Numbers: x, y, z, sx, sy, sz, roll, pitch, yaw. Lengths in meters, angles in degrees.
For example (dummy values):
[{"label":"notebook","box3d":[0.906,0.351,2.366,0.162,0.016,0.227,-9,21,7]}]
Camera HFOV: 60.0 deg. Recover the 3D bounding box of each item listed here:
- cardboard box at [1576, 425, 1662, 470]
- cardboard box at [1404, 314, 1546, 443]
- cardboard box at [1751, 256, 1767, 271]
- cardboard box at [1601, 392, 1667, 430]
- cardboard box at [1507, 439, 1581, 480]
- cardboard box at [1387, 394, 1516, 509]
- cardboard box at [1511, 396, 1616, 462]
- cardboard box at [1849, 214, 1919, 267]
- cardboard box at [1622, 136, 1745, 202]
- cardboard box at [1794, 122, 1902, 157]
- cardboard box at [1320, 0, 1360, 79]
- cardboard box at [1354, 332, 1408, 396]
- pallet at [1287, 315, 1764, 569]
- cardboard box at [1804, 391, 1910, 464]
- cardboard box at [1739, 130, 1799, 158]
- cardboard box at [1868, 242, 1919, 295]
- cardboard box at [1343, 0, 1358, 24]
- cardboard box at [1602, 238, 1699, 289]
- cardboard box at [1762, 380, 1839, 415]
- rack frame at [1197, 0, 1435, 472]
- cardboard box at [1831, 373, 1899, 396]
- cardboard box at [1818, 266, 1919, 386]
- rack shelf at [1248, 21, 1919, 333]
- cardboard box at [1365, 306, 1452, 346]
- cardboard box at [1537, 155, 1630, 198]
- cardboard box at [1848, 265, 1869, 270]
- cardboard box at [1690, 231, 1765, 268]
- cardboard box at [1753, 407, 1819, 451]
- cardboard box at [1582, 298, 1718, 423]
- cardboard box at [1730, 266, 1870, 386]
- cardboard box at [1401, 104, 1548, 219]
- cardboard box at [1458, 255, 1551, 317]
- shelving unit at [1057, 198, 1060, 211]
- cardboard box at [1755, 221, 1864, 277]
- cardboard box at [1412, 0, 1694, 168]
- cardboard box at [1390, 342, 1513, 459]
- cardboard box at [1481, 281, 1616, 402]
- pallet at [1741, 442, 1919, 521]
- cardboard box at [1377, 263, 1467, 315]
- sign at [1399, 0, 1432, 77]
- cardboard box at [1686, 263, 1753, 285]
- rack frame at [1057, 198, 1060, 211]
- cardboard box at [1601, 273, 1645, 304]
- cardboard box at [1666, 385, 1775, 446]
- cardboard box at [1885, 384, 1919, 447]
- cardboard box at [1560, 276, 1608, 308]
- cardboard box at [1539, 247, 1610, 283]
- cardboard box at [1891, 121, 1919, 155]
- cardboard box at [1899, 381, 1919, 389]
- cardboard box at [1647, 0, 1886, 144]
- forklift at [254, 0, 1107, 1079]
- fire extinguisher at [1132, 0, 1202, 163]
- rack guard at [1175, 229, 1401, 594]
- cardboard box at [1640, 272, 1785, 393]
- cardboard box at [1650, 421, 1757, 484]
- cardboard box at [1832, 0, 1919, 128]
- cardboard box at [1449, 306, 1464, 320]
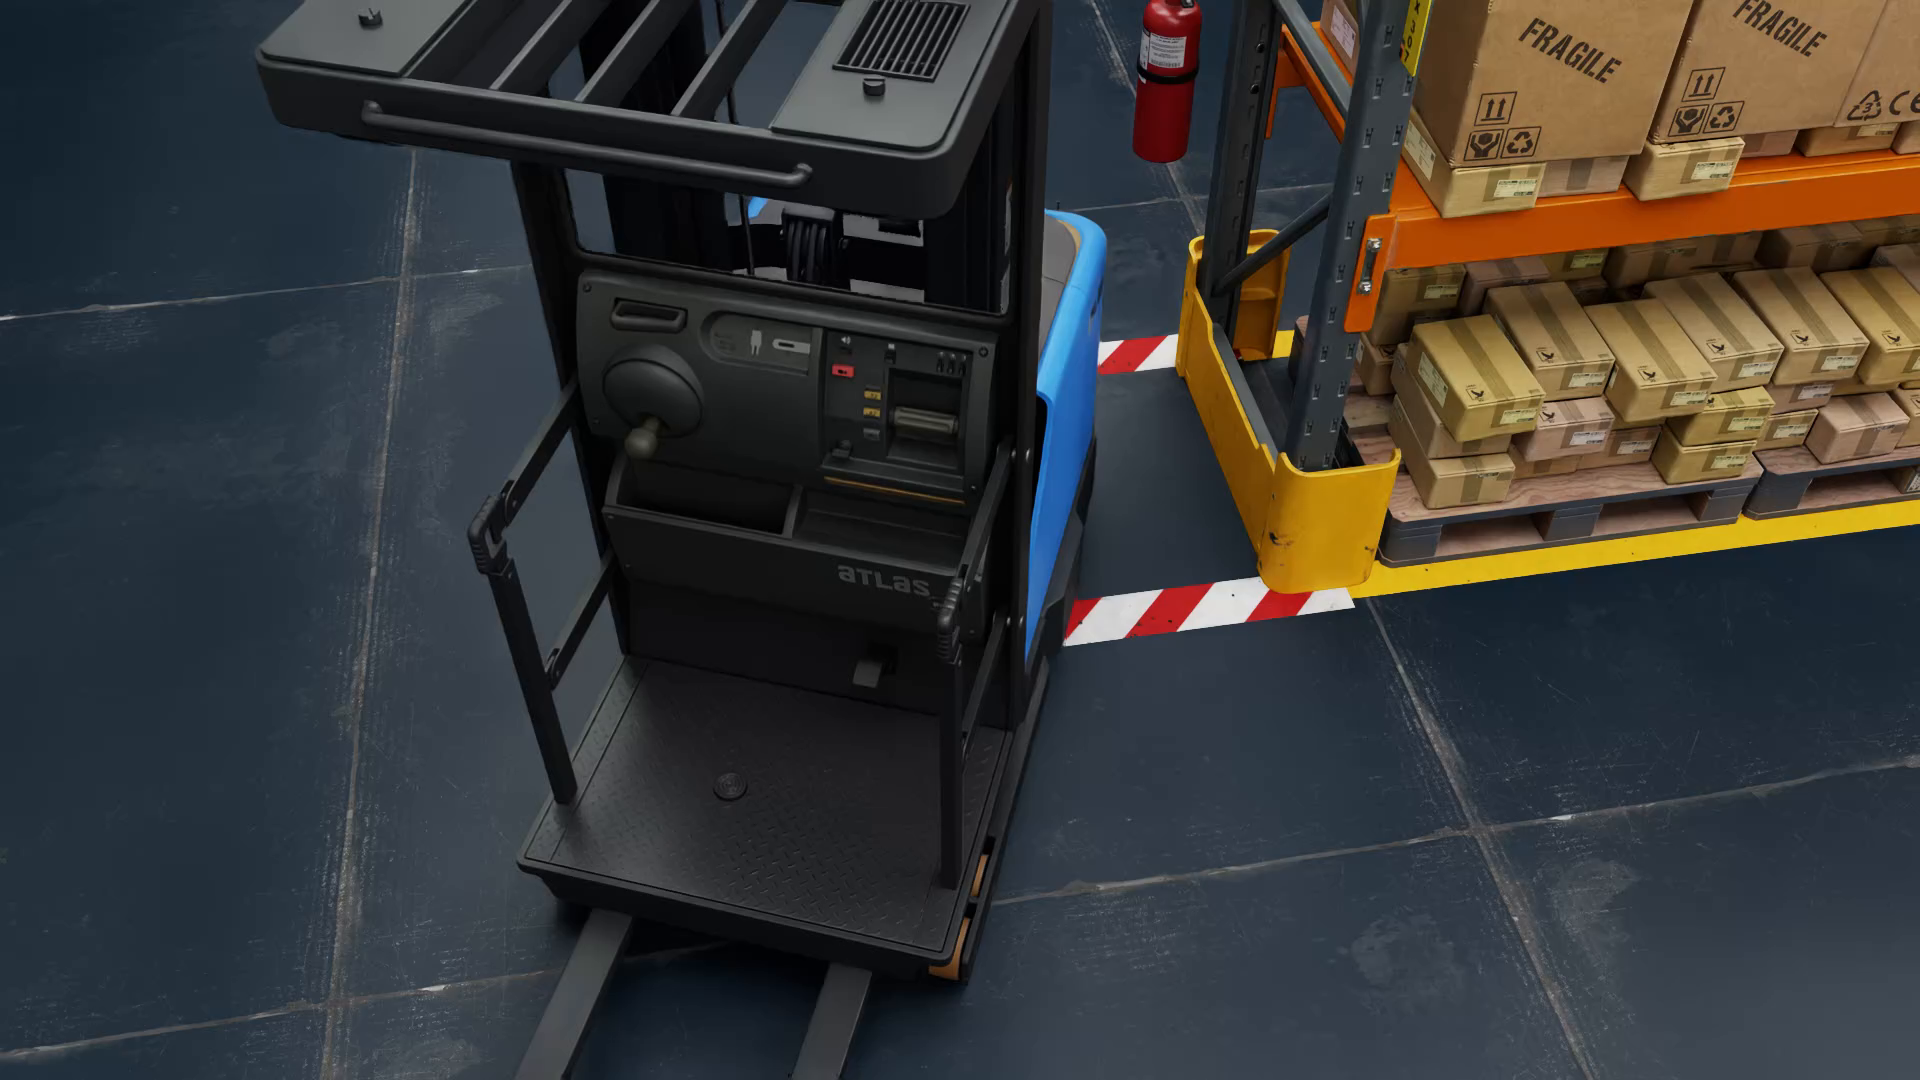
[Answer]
[{"label":"cardboard box","box3d":[1.998,-0.413,5.254,0.250,0.149,0.380,-7,46,-6]},{"label":"cardboard box","box3d":[1.514,-0.480,4.905,0.250,0.149,0.380,-9,47,-9]},{"label":"cardboard box","box3d":[2.686,-0.977,5.590,0.250,0.149,0.380,-5,46,-5]},{"label":"cardboard box","box3d":[2.005,-0.523,5.152,0.250,0.149,0.380,-7,46,-6]},{"label":"cardboard box","box3d":[1.754,-0.378,5.219,0.250,0.149,0.380,-7,47,-7]},{"label":"cardboard box","box3d":[1.510,-0.288,5.132,0.250,0.149,0.380,-6,46,-6]},{"label":"cardboard box","box3d":[1.779,-0.430,5.063,0.250,0.149,0.380,-7,47,-7]},{"label":"cardboard box","box3d":[2.962,-1.079,5.482,0.250,0.149,0.380,-7,46,-7]},{"label":"cardboard box","box3d":[1.832,-1.070,4.372,0.250,0.149,0.380,-8,47,-8]},{"label":"cardboard box","box3d":[2.336,-1.215,4.512,0.250,0.149,0.380,-8,47,-7]},{"label":"cardboard box","box3d":[1.213,-1.448,4.736,0.250,0.149,0.380,-7,46,-7]},{"label":"cardboard box","box3d":[1.423,-0.663,5.494,0.250,0.149,0.380,-6,46,-6]},{"label":"pallet","box3d":[1.821,-0.411,5.499,1.213,0.211,1.003,-7,46,-7]},{"label":"cardboard box","box3d":[2.764,-0.435,5.274,0.250,0.149,0.380,-9,47,-9]},{"label":"cardboard box","box3d":[2.065,-1.199,4.497,0.250,0.149,0.380,-5,46,-5]},{"label":"cardboard box","box3d":[3.038,-0.755,5.169,0.250,0.149,0.380,-7,46,-7]},{"label":"cardboard box","box3d":[1.338,-1.670,4.500,0.500,0.500,0.500,-6,46,-6]},{"label":"cardboard box","box3d":[2.175,-1.001,5.406,0.250,0.149,0.380,-9,47,-8]},{"label":"cardboard box","box3d":[2.522,-0.577,5.204,0.250,0.149,0.380,-9,47,-9]},{"label":"rack frame","box3d":[0.939,-1.294,4.414,0.127,3.000,1.000,-7,46,-7]},{"label":"cardboard box","box3d":[2.782,-0.640,5.265,0.250,0.149,0.380,-5,46,-5]},{"label":"cardboard box","box3d":[2.807,-0.656,5.074,0.250,0.149,0.380,-6,46,-6]},{"label":"rack shelf","box3d":[2.910,-1.290,4.910,4.000,0.370,1.077,-7,46,-7]},{"label":"cardboard box","box3d":[1.411,-0.821,5.440,0.250,0.149,0.380,-8,47,-8]},{"label":"cardboard box","box3d":[1.558,-1.075,4.377,0.250,0.149,0.380,-6,46,-5]},{"label":"cardboard box","box3d":[2.953,-1.031,5.642,0.250,0.149,0.380,-7,46,-6]},{"label":"cardboard box","box3d":[2.430,-1.073,5.476,0.250,0.149,0.380,-6,46,-5]},{"label":"cardboard box","box3d":[2.503,-0.466,5.304,0.250,0.149,0.380,-7,46,-7]},{"label":"cardboard box","box3d":[2.035,-0.540,4.962,0.250,0.149,0.380,-7,47,-7]},{"label":"cardboard box","box3d":[2.540,-0.656,5.074,0.250,0.149,0.380,-5,46,-5]},{"label":"cardboard box","box3d":[1.315,-1.014,4.319,0.250,0.149,0.380,-7,47,-7]},{"label":"cardboard box","box3d":[1.675,-0.892,5.301,0.250,0.149,0.380,-6,46,-6]},{"label":"shelving unit","box3d":[0.171,-0.646,5.248,0.210,0.900,0.258,10,47,9]},{"label":"cardboard box","box3d":[2.709,-1.027,5.431,0.250,0.149,0.380,-9,47,-8]},{"label":"cardboard box","box3d":[1.429,-1.291,4.135,0.500,0.500,0.500,-5,46,-5]},{"label":"cardboard box","box3d":[1.499,-0.436,5.069,0.250,0.149,0.380,-5,46,-5]},{"label":"cardboard box","box3d":[1.765,-0.600,5.020,0.250,0.149,0.380,-6,46,-6]},{"label":"pallet","box3d":[3.020,-0.558,5.641,1.213,0.211,1.003,-7,46,-7]},{"label":"cardboard box","box3d":[1.418,-0.902,5.311,0.250,0.149,0.380,-7,46,-6]},{"label":"sign","box3d":[1.032,-1.209,3.731,0.005,0.325,0.100,-7,46,-7]},{"label":"cardboard box","box3d":[2.431,-0.959,5.573,0.250,0.149,0.380,-6,46,-6]},{"label":"rack frame","box3d":[0.270,-0.629,5.231,0.006,0.900,0.240,10,47,9]},{"label":"cardboard box","box3d":[2.205,-0.846,5.464,0.250,0.149,0.380,-8,47,-7]},{"label":"cardboard box","box3d":[2.276,-0.477,5.108,0.250,0.149,0.380,-6,46,-6]},{"label":"cardboard box","box3d":[3.032,-0.487,5.325,0.250,0.149,0.380,-7,46,-7]},{"label":"cardboard box","box3d":[1.923,-0.886,5.502,0.250,0.149,0.380,-9,47,-8]},{"label":"cardboard box","box3d":[1.909,-1.014,5.419,0.250,0.149,0.380,-8,47,-8]},{"label":"cardboard box","box3d":[2.584,-1.225,4.522,0.250,0.149,0.380,-8,47,-8]},{"label":"cardboard box","box3d":[3.050,-0.666,5.290,0.250,0.149,0.380,-5,46,-5]},{"label":"cardboard box","box3d":[1.952,-1.375,4.216,0.500,0.500,0.500,-7,46,-7]},{"label":"forklift","box3d":[-0.435,-0.229,3.435,1.130,2.935,3.031,10,47,10]},{"label":"fire extinguisher","box3d":[0.613,-1.434,4.862,0.183,0.674,0.296,-7,46,-7]},{"label":"rack guard","box3d":[1.014,-0.436,5.323,0.348,0.500,1.175,-7,46,-7]},{"label":"cardboard box","box3d":[2.265,-0.629,5.048,0.250,0.149,0.380,-9,47,-9]},{"label":"cardboard box","box3d":[2.268,-0.367,5.209,0.250,0.149,0.380,-7,46,-6]},{"label":"cardboard box","box3d":[2.437,-1.426,4.265,0.500,0.500,0.500,-7,46,-6]},{"label":"cardboard box","box3d":[1.678,-0.815,5.434,0.250,0.149,0.380,-8,47,-8]}]
